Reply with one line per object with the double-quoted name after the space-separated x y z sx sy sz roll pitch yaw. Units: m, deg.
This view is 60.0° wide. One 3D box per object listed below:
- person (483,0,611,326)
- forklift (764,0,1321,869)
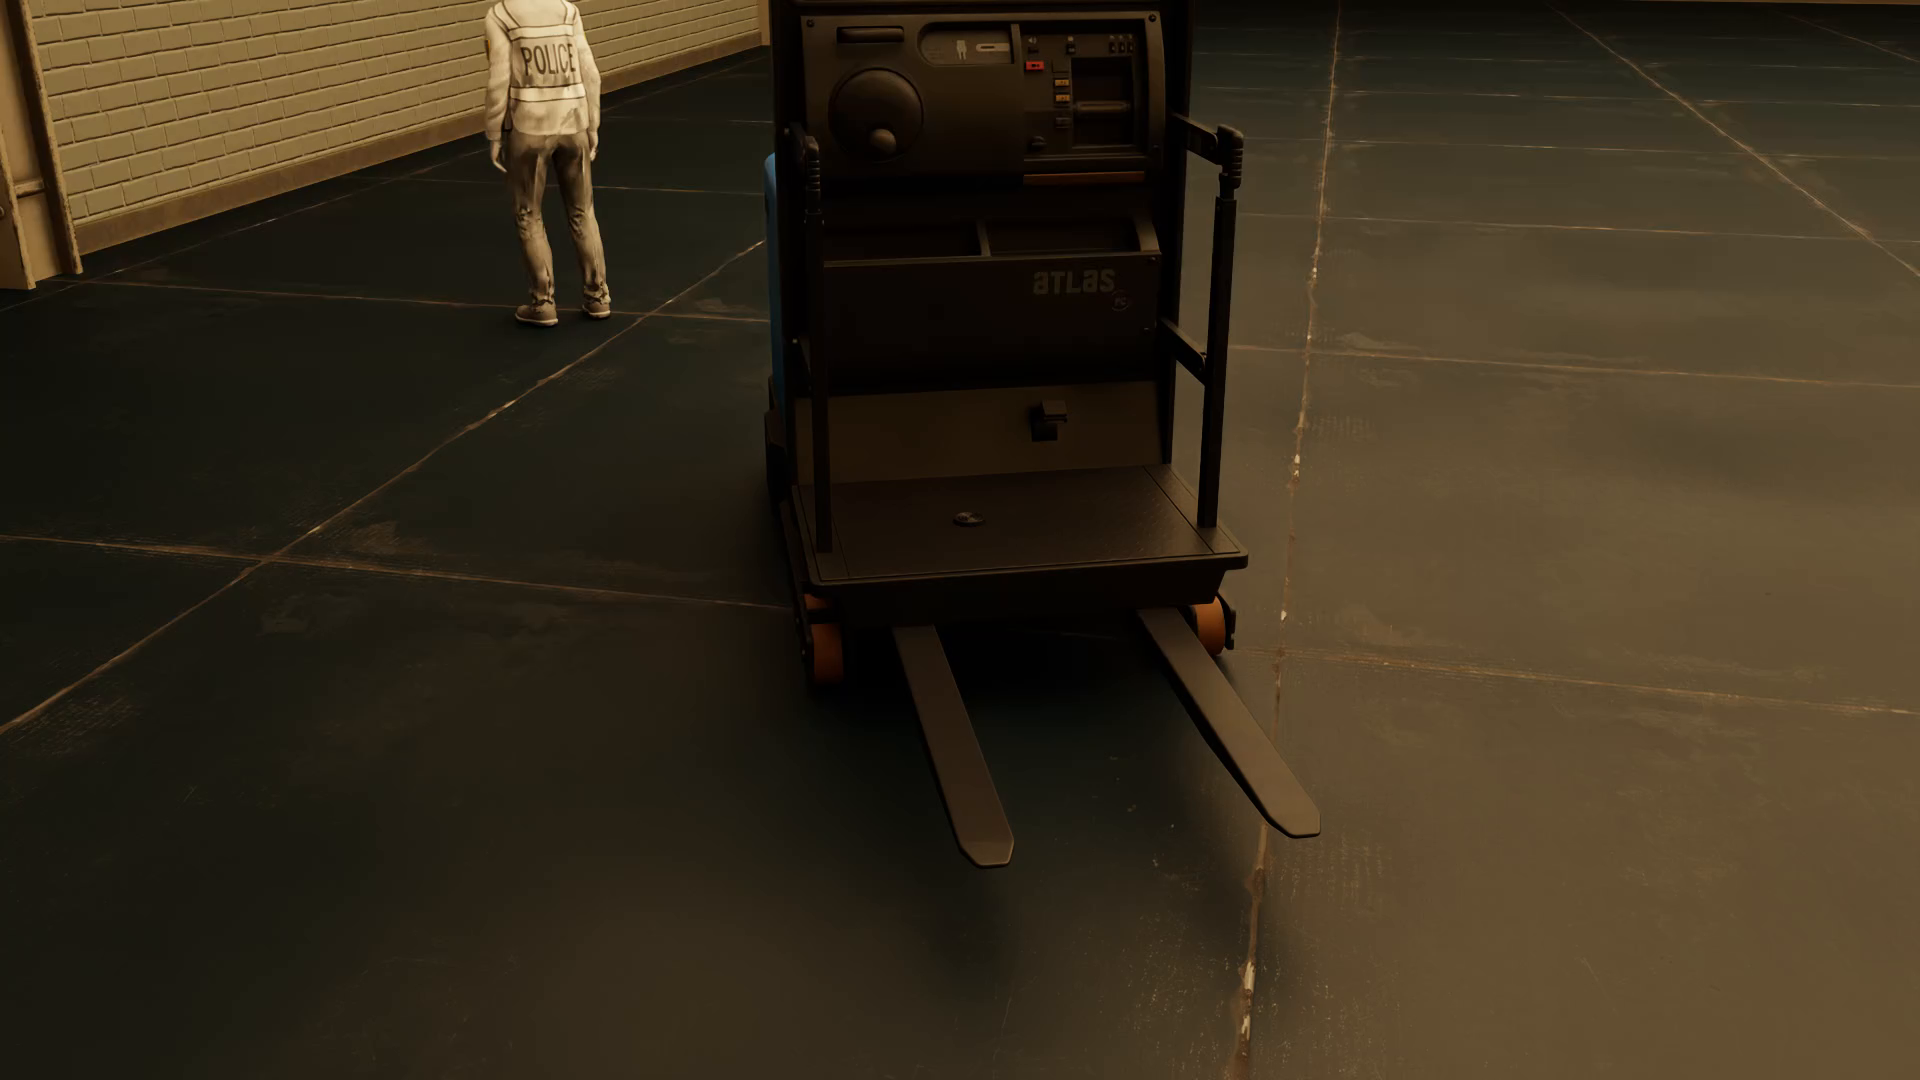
-1.825 -1.776 7.305 0.535 1.662 0.374 -15 27 -33 "person"
0.104 -1.131 4.040 1.130 2.935 3.031 -4 22 -9 "forklift"
